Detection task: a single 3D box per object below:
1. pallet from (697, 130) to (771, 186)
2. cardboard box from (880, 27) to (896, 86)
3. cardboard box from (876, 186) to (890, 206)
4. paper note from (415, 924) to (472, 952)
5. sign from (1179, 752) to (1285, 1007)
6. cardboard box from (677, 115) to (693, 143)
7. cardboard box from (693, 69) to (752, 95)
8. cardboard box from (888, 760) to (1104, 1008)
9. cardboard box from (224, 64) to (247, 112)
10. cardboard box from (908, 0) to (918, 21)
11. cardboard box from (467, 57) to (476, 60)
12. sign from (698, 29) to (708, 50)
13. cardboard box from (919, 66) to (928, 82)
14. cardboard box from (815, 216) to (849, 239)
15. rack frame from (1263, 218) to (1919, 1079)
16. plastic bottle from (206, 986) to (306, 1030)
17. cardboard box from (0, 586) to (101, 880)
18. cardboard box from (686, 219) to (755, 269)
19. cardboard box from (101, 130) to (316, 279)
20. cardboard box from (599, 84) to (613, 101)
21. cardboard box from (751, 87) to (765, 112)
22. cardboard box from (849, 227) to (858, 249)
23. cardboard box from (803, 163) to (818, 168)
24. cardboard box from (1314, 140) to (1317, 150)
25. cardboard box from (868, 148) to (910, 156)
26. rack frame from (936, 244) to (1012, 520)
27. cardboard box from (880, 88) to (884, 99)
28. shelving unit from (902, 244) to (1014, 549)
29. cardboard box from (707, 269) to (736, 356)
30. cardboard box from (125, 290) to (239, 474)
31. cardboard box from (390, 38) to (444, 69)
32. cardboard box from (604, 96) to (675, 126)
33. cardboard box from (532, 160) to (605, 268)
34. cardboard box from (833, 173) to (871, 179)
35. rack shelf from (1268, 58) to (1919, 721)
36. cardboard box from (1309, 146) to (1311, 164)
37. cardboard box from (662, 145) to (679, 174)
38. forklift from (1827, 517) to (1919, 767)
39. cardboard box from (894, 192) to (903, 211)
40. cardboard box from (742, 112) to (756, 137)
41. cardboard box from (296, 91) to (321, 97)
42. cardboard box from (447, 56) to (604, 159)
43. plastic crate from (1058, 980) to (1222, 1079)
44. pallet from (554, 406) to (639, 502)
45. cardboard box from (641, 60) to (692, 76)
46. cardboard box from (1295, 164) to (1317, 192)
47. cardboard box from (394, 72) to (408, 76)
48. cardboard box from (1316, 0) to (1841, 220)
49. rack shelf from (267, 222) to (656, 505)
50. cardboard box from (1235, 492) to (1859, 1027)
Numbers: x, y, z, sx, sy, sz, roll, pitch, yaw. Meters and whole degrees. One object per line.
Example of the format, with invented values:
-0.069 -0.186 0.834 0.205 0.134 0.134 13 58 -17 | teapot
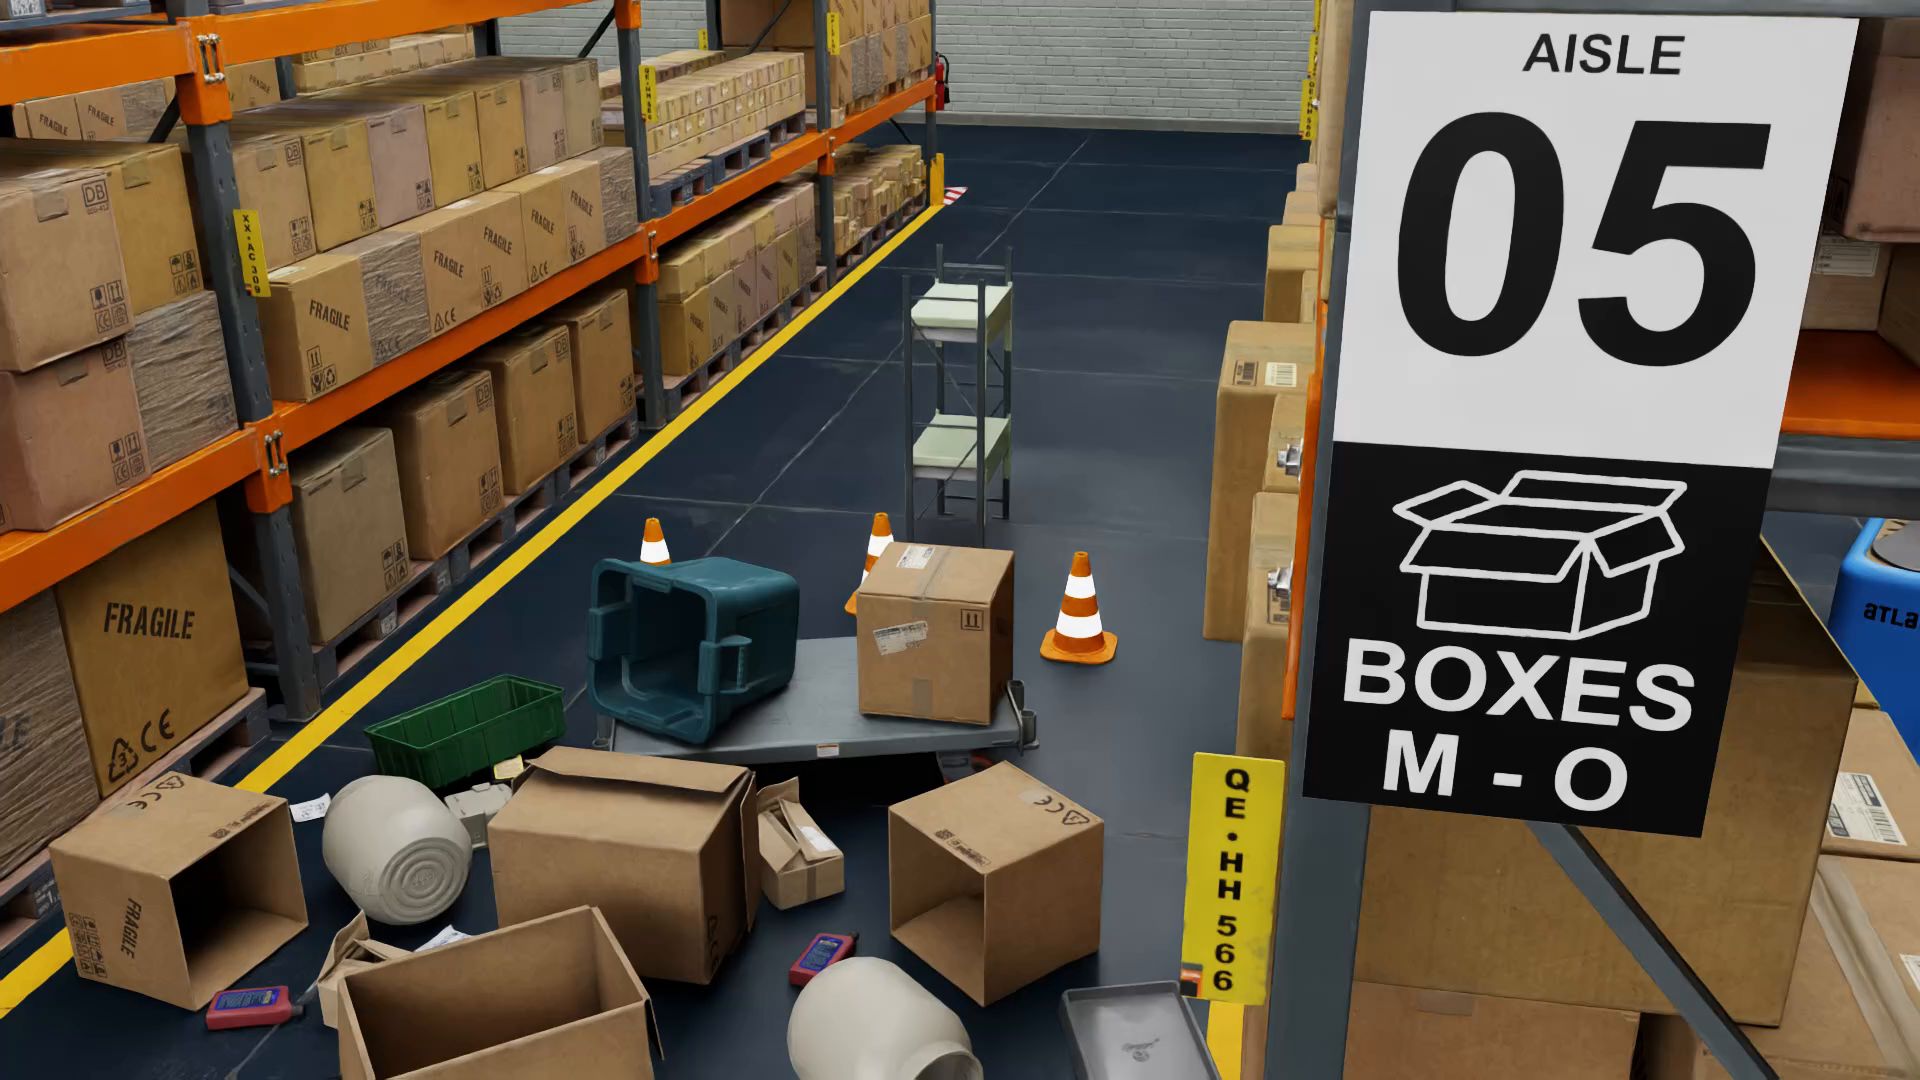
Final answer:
-2.023 -2.780 11.998 1.003 0.211 1.213 4 22 11 | pallet
-0.910 -4.513 15.511 0.500 0.500 0.500 6 23 14 | cardboard box
-0.879 -3.288 15.858 0.380 0.149 0.250 5 22 11 | cardboard box
-1.688 1.338 5.502 0.172 0.023 0.155 13 25 29 | paper note
0.308 0.391 1.895 0.100 0.325 0.005 4 22 11 | sign
-1.987 -2.717 10.961 0.380 0.149 0.250 4 22 9 | cardboard box
-1.728 -3.321 12.062 0.380 0.149 0.250 3 22 9 | cardboard box
0.113 1.108 5.431 0.500 0.500 0.500 -16 27 -35 | cardboard box
-6.341 -3.694 13.877 0.500 0.500 0.500 5 23 13 | cardboard box
-0.707 -5.344 16.238 0.500 0.500 0.500 4 22 9 | cardboard box
-5.391 -5.116 17.877 0.380 0.149 0.250 5 22 11 | cardboard box
-2.103 -4.045 13.724 0.100 0.325 0.005 4 22 11 | sign
-0.544 -4.811 17.119 0.380 0.149 0.250 4 22 11 | cardboard box
-1.183 -2.724 14.457 0.380 0.149 0.250 5 23 13 | cardboard box
0.848 1.124 2.047 1.000 3.000 0.127 4 22 11 | rack frame
-2.177 1.451 5.170 0.283 0.061 0.133 -3 22 -8 | plastic bottle
-3.580 0.666 5.466 0.875 0.875 0.875 5 22 11 | cardboard box
-1.792 -2.124 11.894 0.500 0.250 0.500 5 22 11 | cardboard box
-3.107 -1.371 6.771 0.700 0.500 0.500 4 22 10 | cardboard box
-2.577 -2.996 11.255 0.380 0.149 0.250 5 22 13 | cardboard box
-1.670 -3.278 12.354 0.380 0.149 0.250 3 22 8 | cardboard box
-1.127 -2.683 14.755 0.380 0.149 0.250 5 22 13 | cardboard box
-1.443 -3.568 16.155 0.380 0.149 0.250 5 22 12 | cardboard box
2.329 -2.521 9.626 0.500 0.500 0.500 4 22 9 | cardboard box
-0.721 -3.916 17.019 0.380 0.149 0.250 5 22 12 | cardboard box
0.073 -0.827 8.900 0.400 1.500 0.023 4 22 11 | rack frame
-0.931 -4.248 15.722 0.380 0.149 0.250 5 22 12 | cardboard box
-0.001 -0.693 8.567 0.431 1.500 0.755 4 22 11 | shelving unit
-1.893 -1.601 11.597 0.500 0.500 0.500 5 22 12 | cardboard box
-3.266 -0.613 6.160 0.875 0.550 0.550 4 22 11 | cardboard box
-5.636 -4.982 17.012 0.500 0.250 0.500 4 22 9 | cardboard box
-2.050 -2.749 10.642 0.380 0.149 0.250 4 22 9 | cardboard box
-2.319 -1.821 9.226 0.500 0.500 0.500 4 22 11 | cardboard box
-1.042 -3.346 15.604 0.380 0.149 0.250 4 22 9 | cardboard box
1.256 -0.665 3.438 1.077 0.370 4.000 4 22 11 | rack shelf
2.613 -2.497 11.238 0.500 0.250 0.500 4 22 10 | cardboard box
-2.043 -2.467 10.737 0.380 0.149 0.250 6 23 14 | cardboard box
4.572 -0.111 5.205 3.031 2.935 1.130 15 27 33 | forklift
-0.777 -3.351 16.412 0.380 0.149 0.250 3 22 9 | cardboard box
-1.720 -3.046 12.176 0.380 0.149 0.250 5 23 13 | cardboard box
-6.019 -3.986 15.073 0.380 0.149 0.250 5 22 11 | cardboard box
-2.488 -2.489 9.546 0.700 0.500 0.500 4 22 11 | cardboard box
0.541 1.527 4.955 0.402 0.080 0.583 -3 22 -8 | plastic crate
-2.621 -0.566 9.977 1.003 0.211 1.213 4 22 11 | pallet
-2.260 -3.563 12.663 0.380 0.149 0.250 4 22 10 | cardboard box
1.362 -0.843 5.060 0.700 0.500 0.500 4 22 10 | cardboard box
-5.703 -4.557 16.489 0.380 0.149 0.250 4 22 9 | cardboard box
0.688 -0.543 1.975 0.500 0.250 0.500 4 22 10 | cardboard box
-2.795 -1.077 8.476 1.077 0.370 4.000 4 22 11 | rack shelf
0.738 0.272 2.292 0.700 0.500 0.500 4 22 10 | cardboard box
